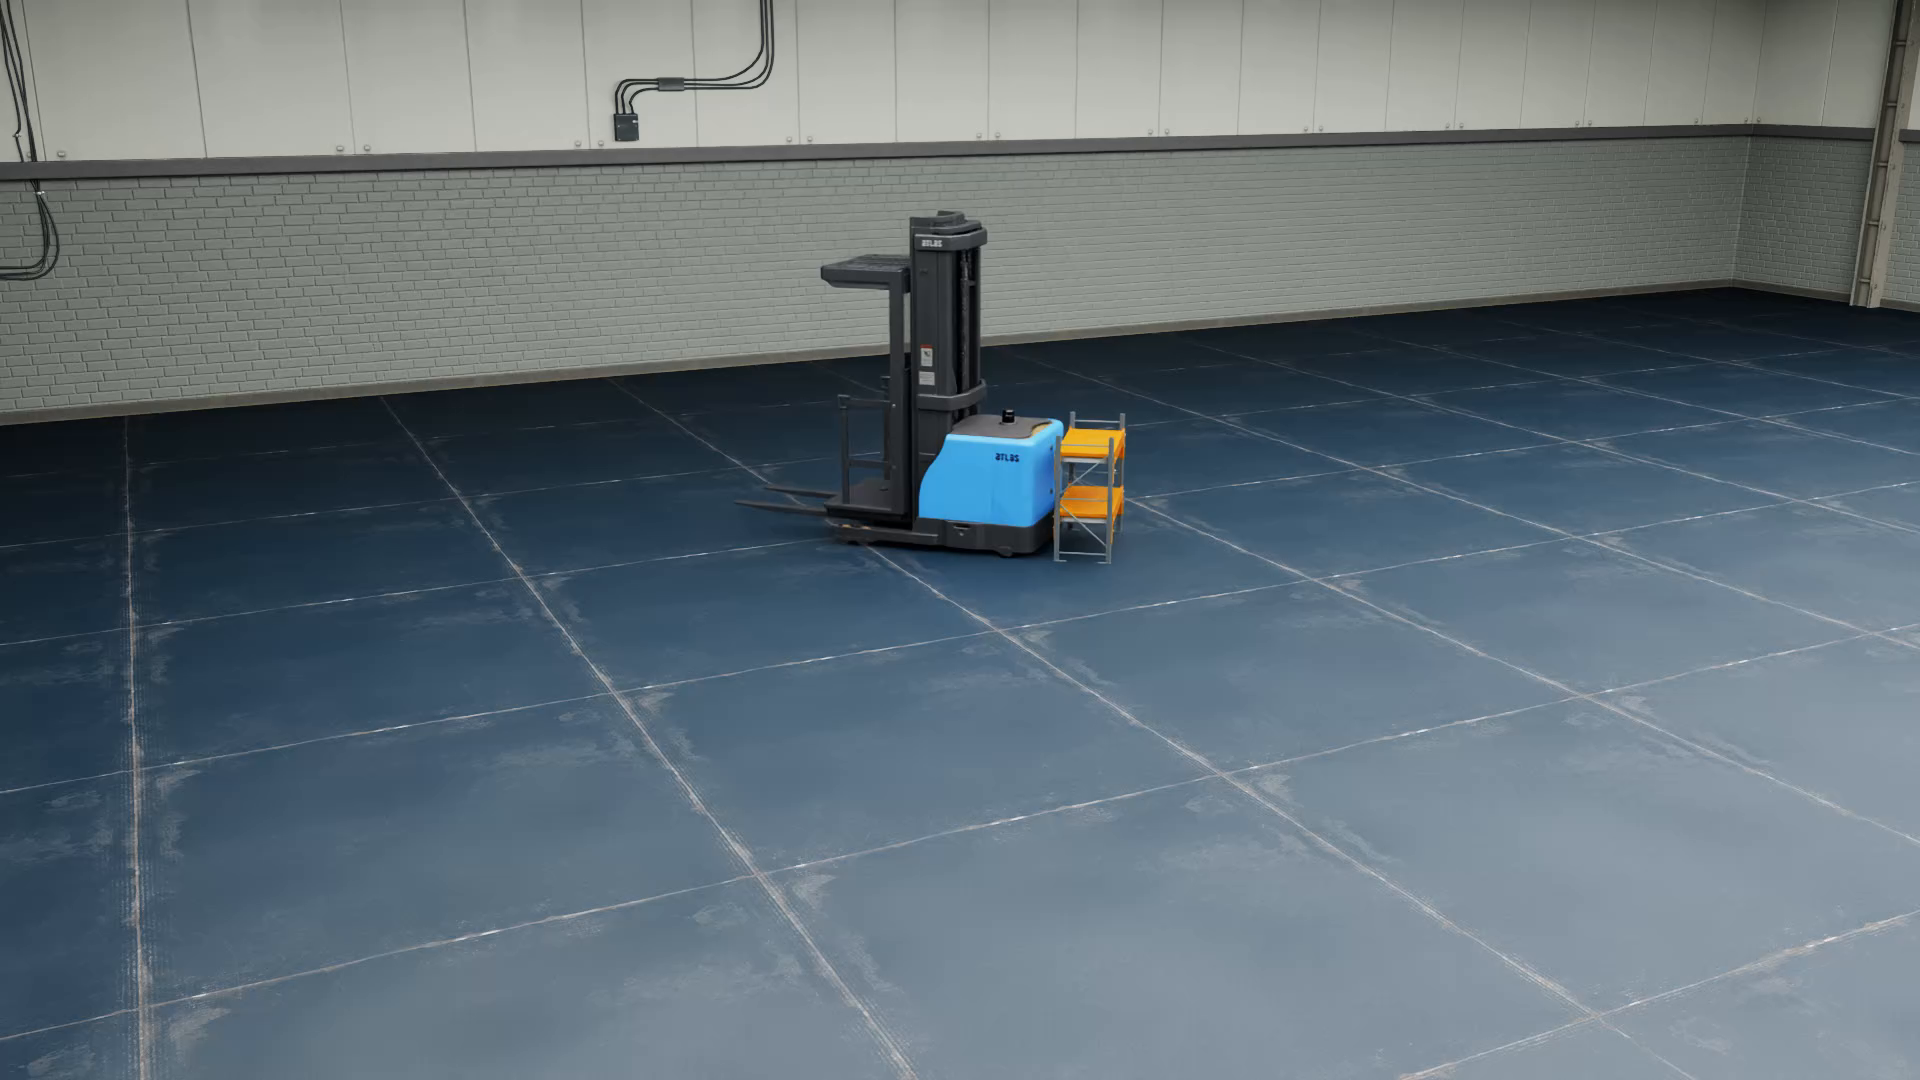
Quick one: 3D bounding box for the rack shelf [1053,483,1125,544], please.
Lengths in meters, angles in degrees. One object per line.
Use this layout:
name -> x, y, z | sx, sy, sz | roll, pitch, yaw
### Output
rack shelf -> 1.166, -0.249, 14.966 | 0.538, 0.278, 1.000 | 3, 16, 10

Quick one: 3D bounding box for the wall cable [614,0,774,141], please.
wall cable -> -3.590, -8.401, 22.044 | 2.305, 6.003, 0.169 | -8, 18, -25

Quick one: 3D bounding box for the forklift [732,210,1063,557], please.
forklift -> -0.615, -1.494, 15.142 | 3.031, 2.935, 1.130 | 6, 17, 19

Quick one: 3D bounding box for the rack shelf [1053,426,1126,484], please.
rack shelf -> 1.166, -0.766, 14.817 | 0.538, 0.278, 1.000 | 3, 16, 10

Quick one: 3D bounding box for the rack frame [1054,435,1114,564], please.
rack frame -> 1.072, -0.346, 14.418 | 0.500, 1.125, 0.032 | 3, 16, 10

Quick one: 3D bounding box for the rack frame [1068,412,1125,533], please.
rack frame -> 1.260, -0.622, 15.378 | 0.500, 1.125, 0.032 | 3, 16, 10

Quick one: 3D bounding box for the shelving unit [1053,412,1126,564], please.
shelving unit -> 1.166, -0.484, 14.898 | 0.538, 1.125, 1.048 | 3, 16, 10

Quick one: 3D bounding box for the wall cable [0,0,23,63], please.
wall cable -> -9.699, -6.885, 19.400 | 3.097, 2.526, 0.112 | -8, 18, -25

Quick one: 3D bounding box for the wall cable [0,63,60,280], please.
wall cable -> -12.131, -4.130, 18.958 | 3.097, 2.526, 0.112 | -8, 18, -25

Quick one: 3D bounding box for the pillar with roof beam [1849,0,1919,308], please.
pillar with roof beam -> 12.417, -8.019, 26.879 | 9.100, 9.000, 0.400 | -8, 18, -25
